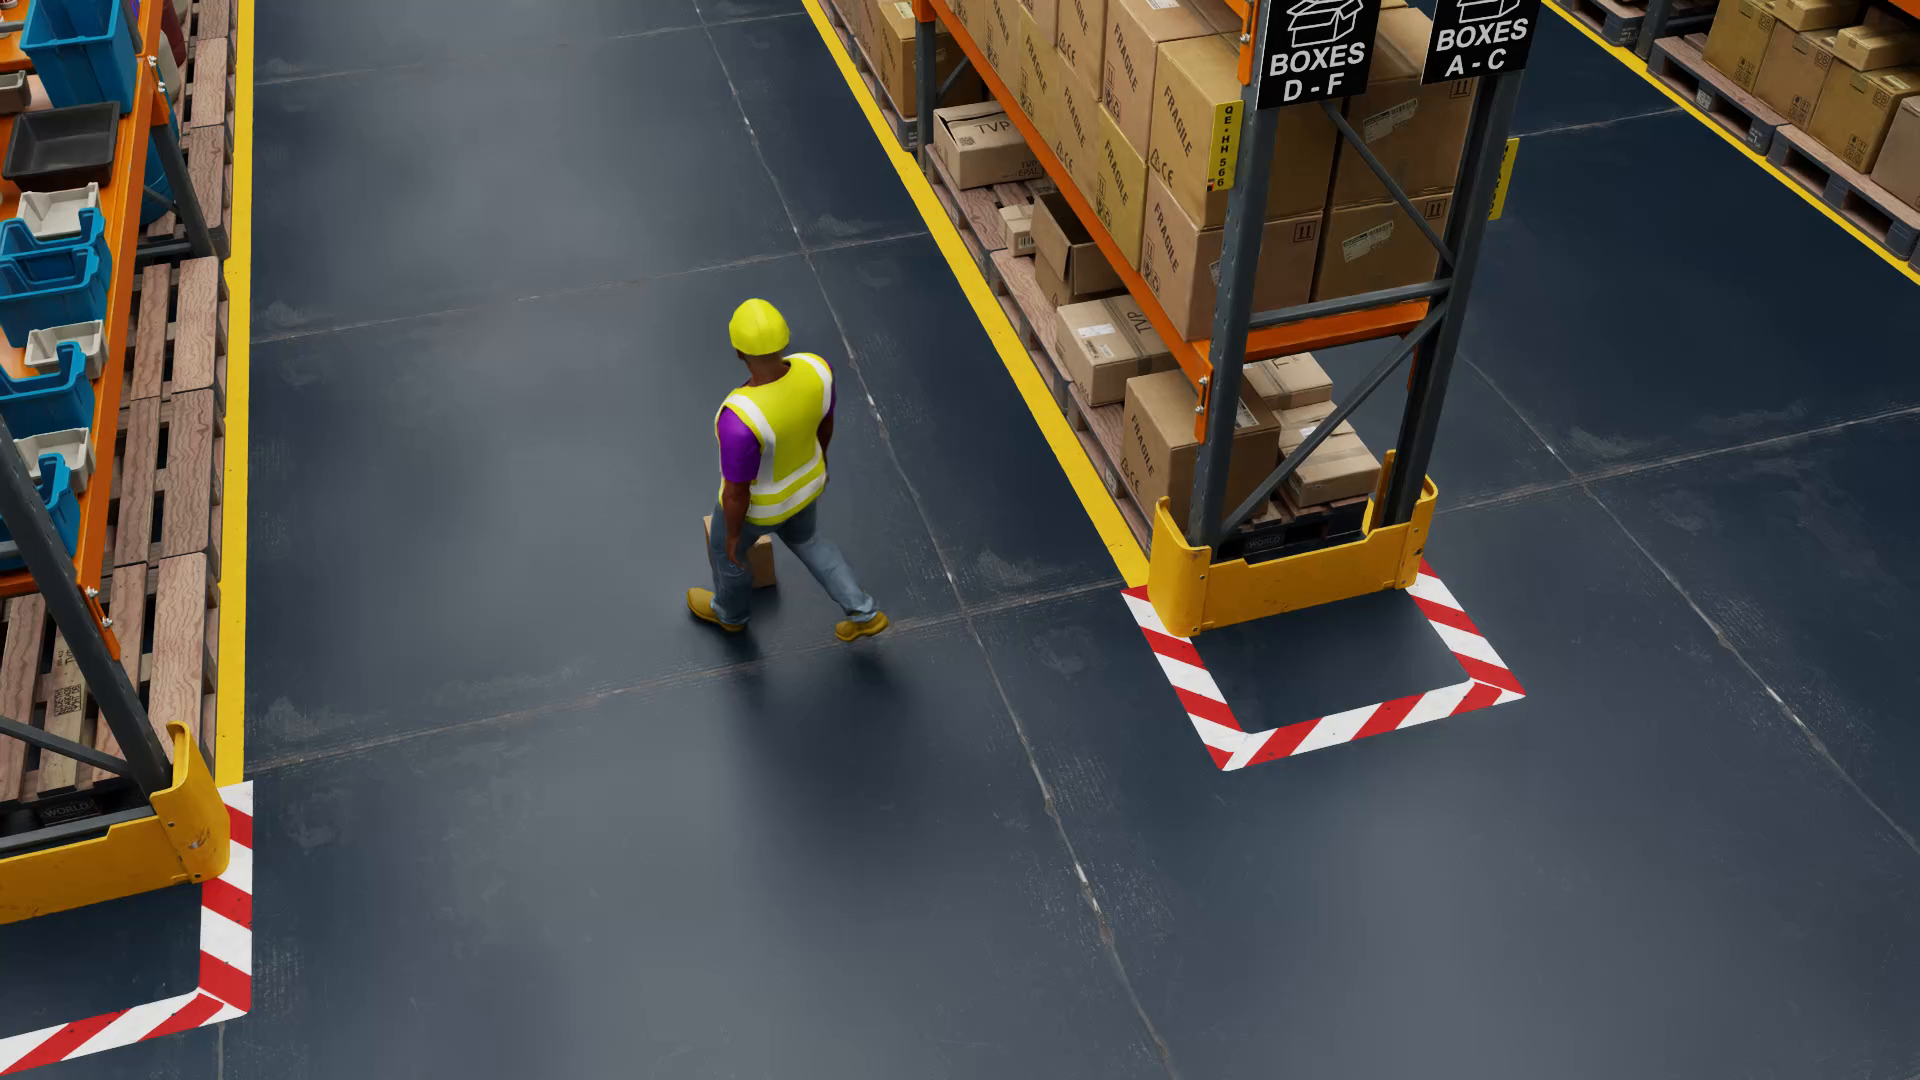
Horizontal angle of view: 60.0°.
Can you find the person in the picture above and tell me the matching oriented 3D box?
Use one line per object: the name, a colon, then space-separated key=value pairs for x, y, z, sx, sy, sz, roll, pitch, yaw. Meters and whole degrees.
person: x=-0.747 y=-0.225 z=6.422 sx=0.916 sy=1.726 sz=0.593 roll=31 pitch=50 yaw=29
